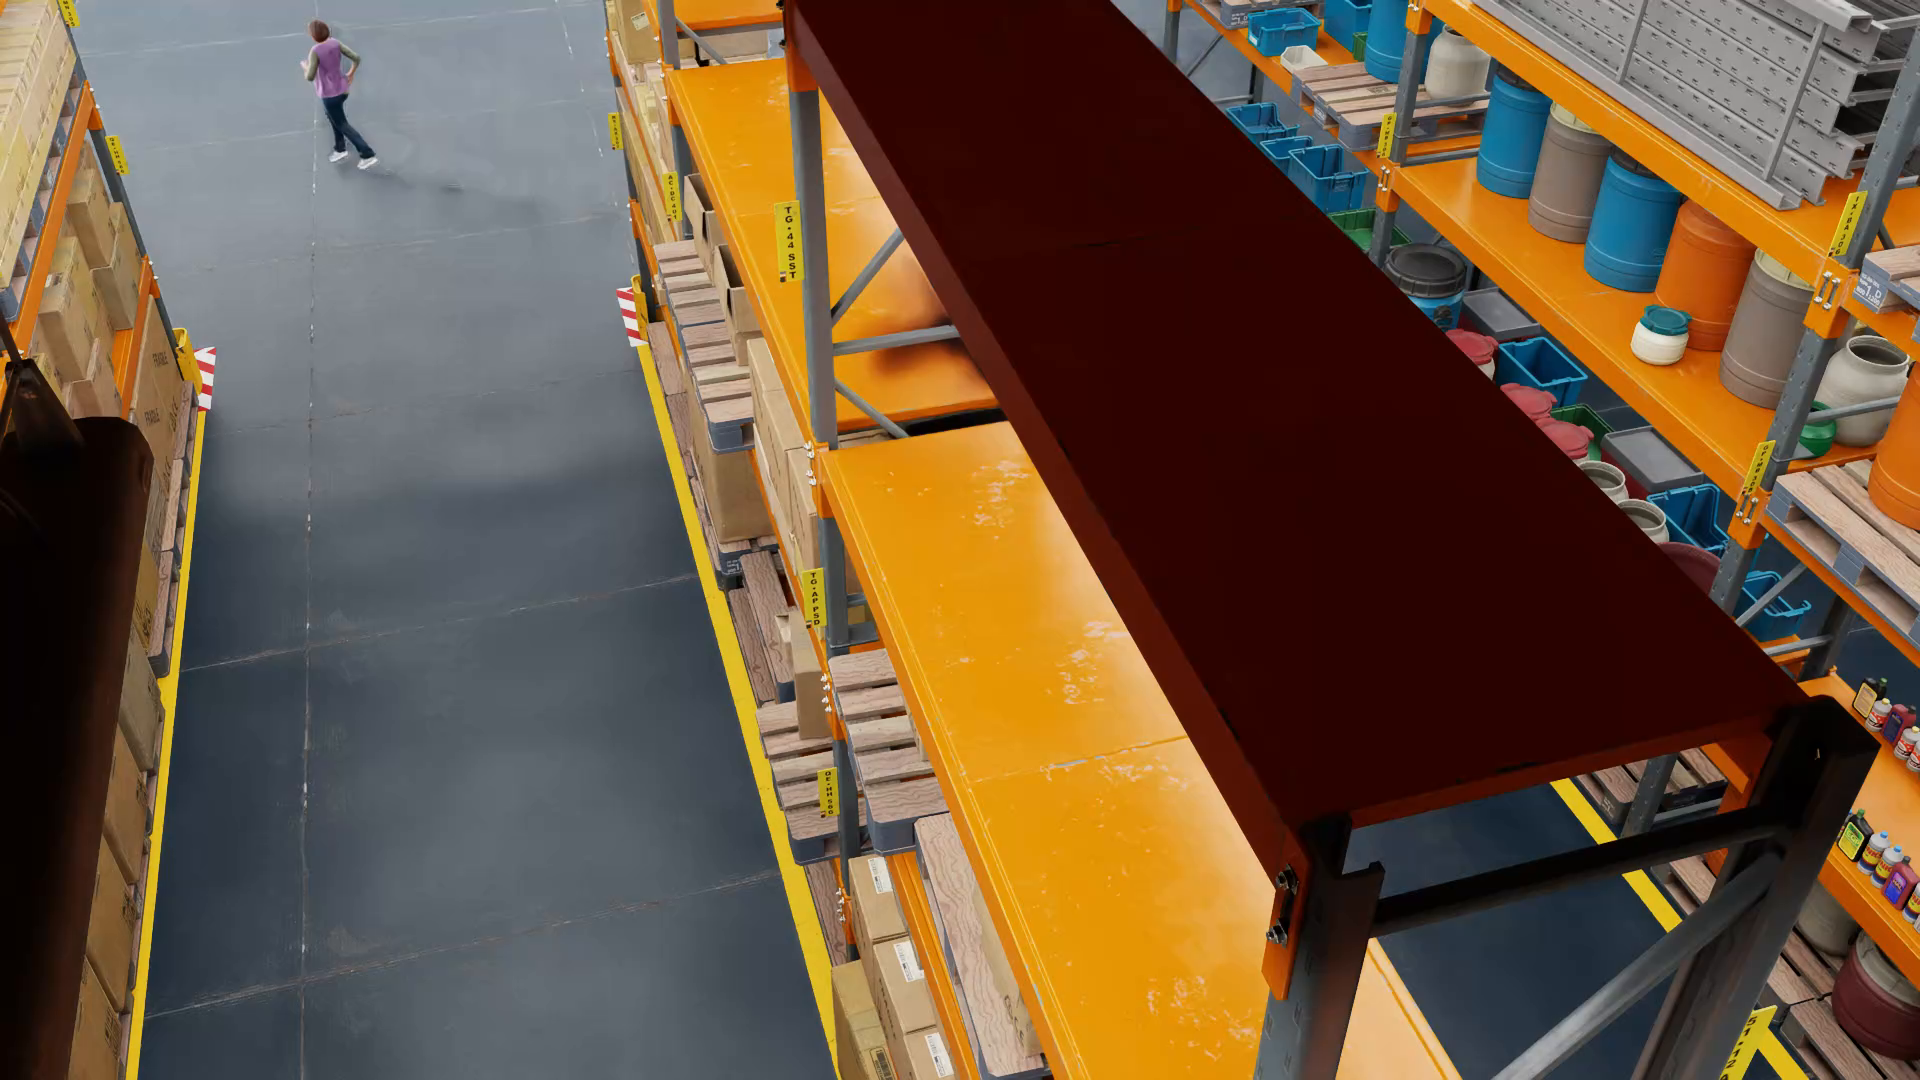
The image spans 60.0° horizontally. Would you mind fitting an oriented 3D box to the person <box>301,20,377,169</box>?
[{"bbox_3d":[-6.507,-4.637,17.368,0.754,1.632,0.517,14,41,17],"label":"person"}]
